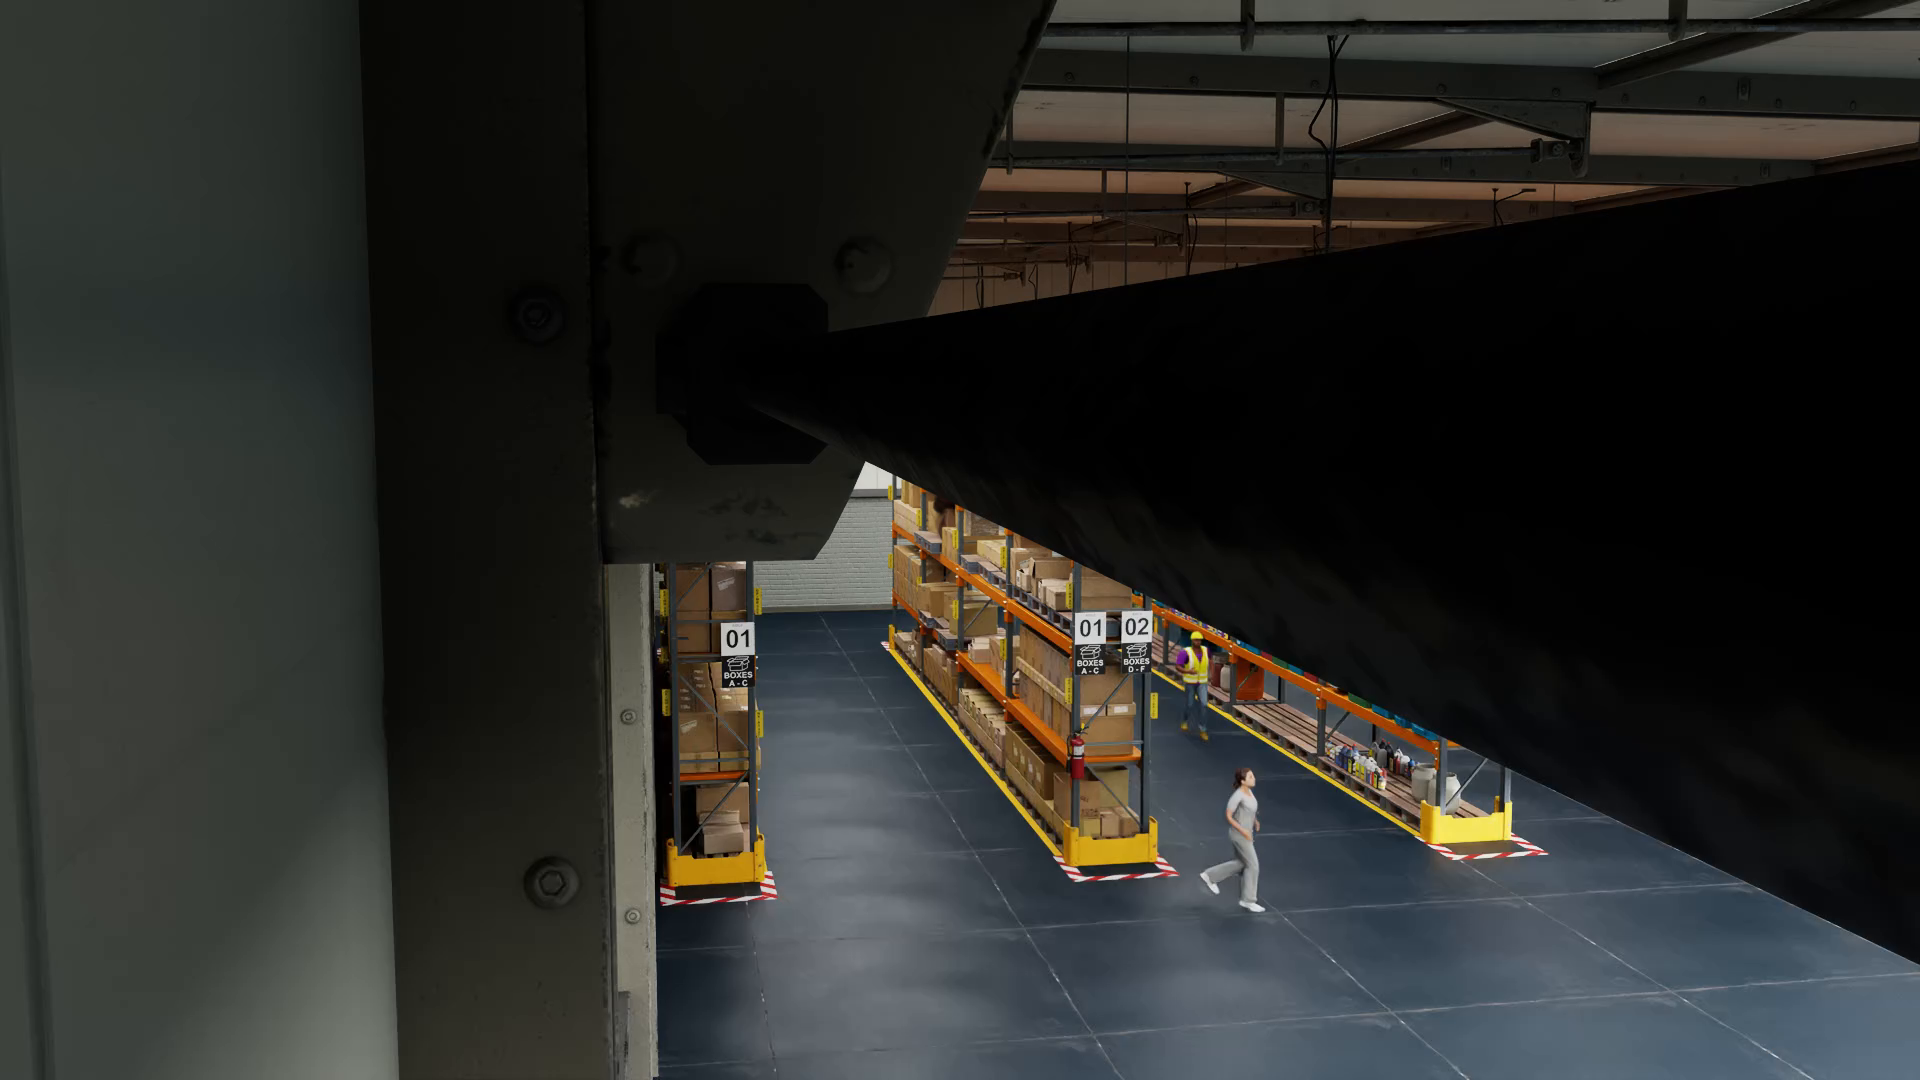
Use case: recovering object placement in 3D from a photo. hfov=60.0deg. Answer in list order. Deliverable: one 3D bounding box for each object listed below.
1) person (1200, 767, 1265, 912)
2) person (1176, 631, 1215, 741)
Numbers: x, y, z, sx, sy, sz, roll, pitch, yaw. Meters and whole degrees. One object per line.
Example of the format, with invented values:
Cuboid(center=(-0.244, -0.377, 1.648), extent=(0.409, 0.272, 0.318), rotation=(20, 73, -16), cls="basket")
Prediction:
Cuboid(center=(3.176, 3.436, 19.271), extent=(0.772, 1.683, 0.574), rotation=(3, 7, 24), cls="person")
Cuboid(center=(3.962, 2.427, 28.004), extent=(0.724, 1.819, 0.821), rotation=(-1, 6, -11), cls="person")
